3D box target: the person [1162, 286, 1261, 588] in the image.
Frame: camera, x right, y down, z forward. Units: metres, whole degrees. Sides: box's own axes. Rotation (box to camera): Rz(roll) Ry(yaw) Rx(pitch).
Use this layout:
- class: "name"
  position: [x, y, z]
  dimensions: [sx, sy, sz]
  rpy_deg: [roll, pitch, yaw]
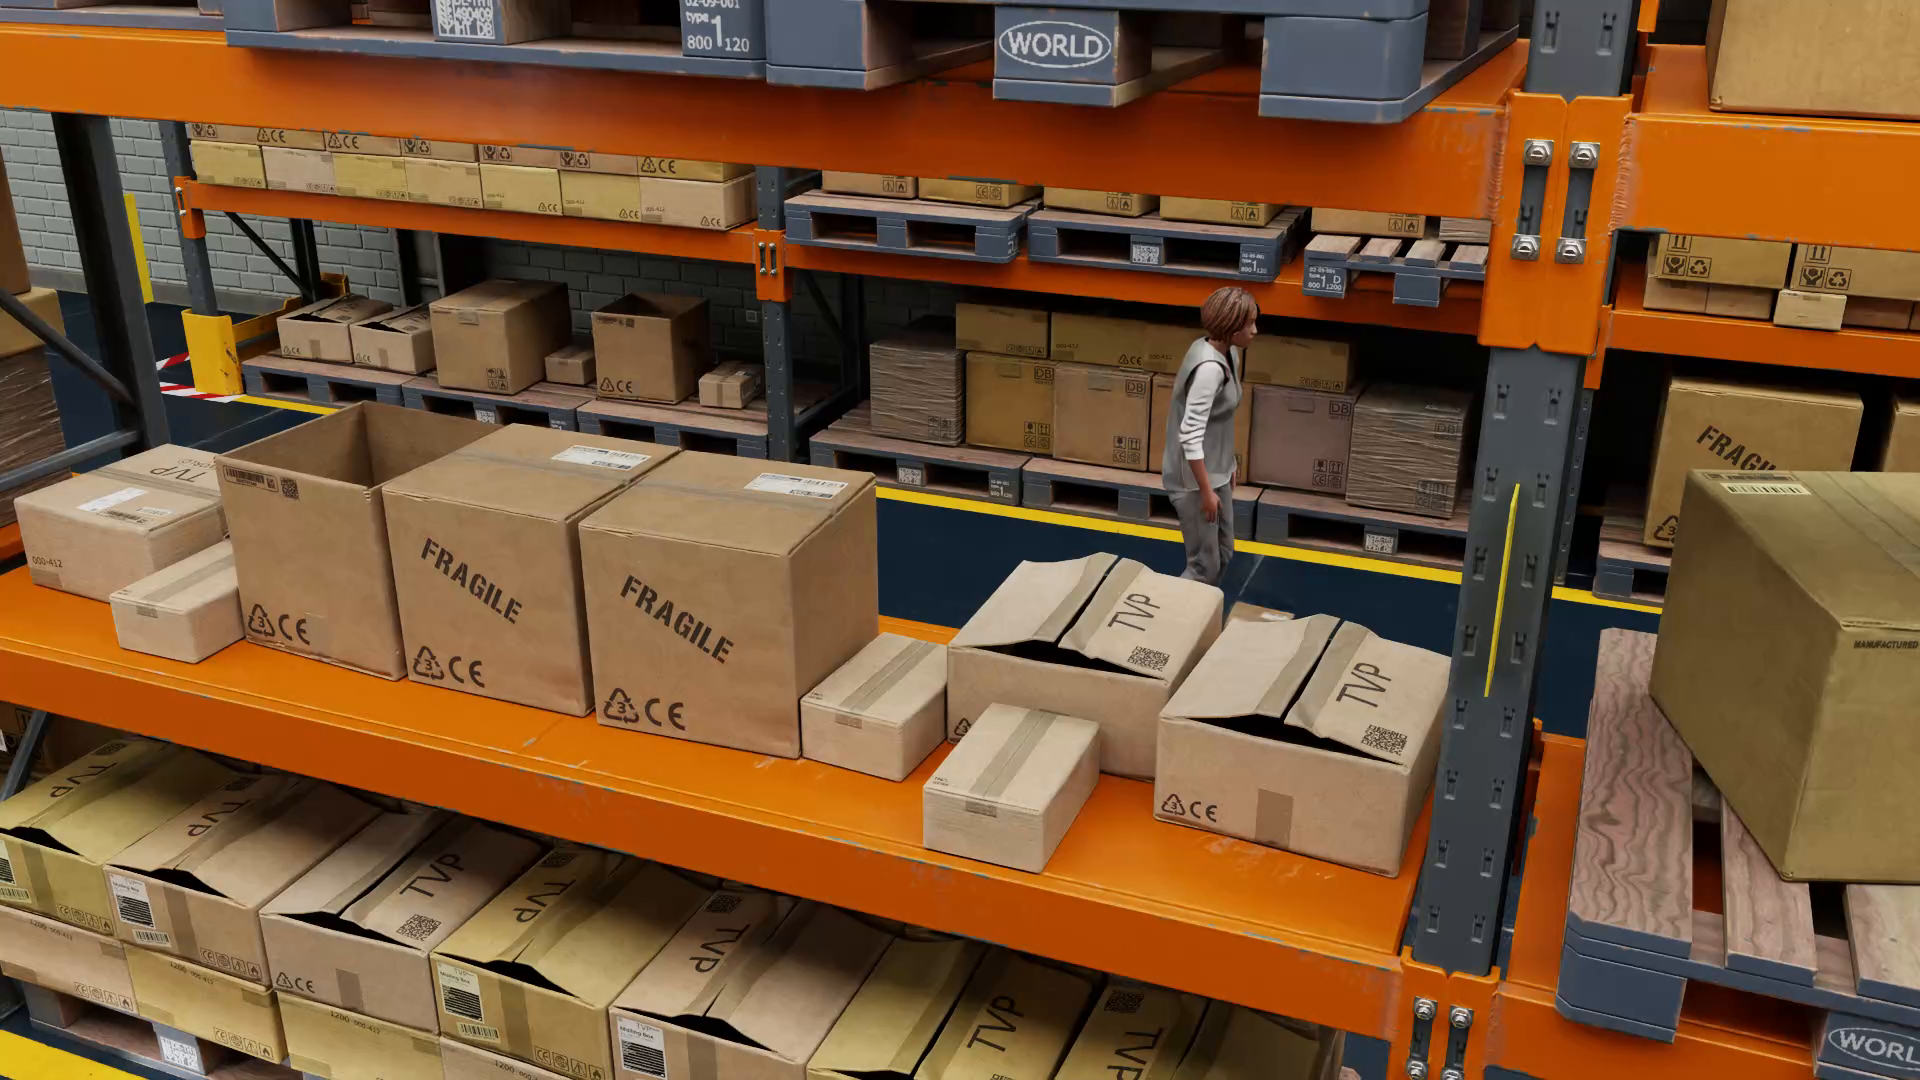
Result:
- class: "person"
  position: [0.999, -0.229, 6.655]
  dimensions: [0.374, 1.593, 0.460]
  rpy_deg: [8, 24, 18]
